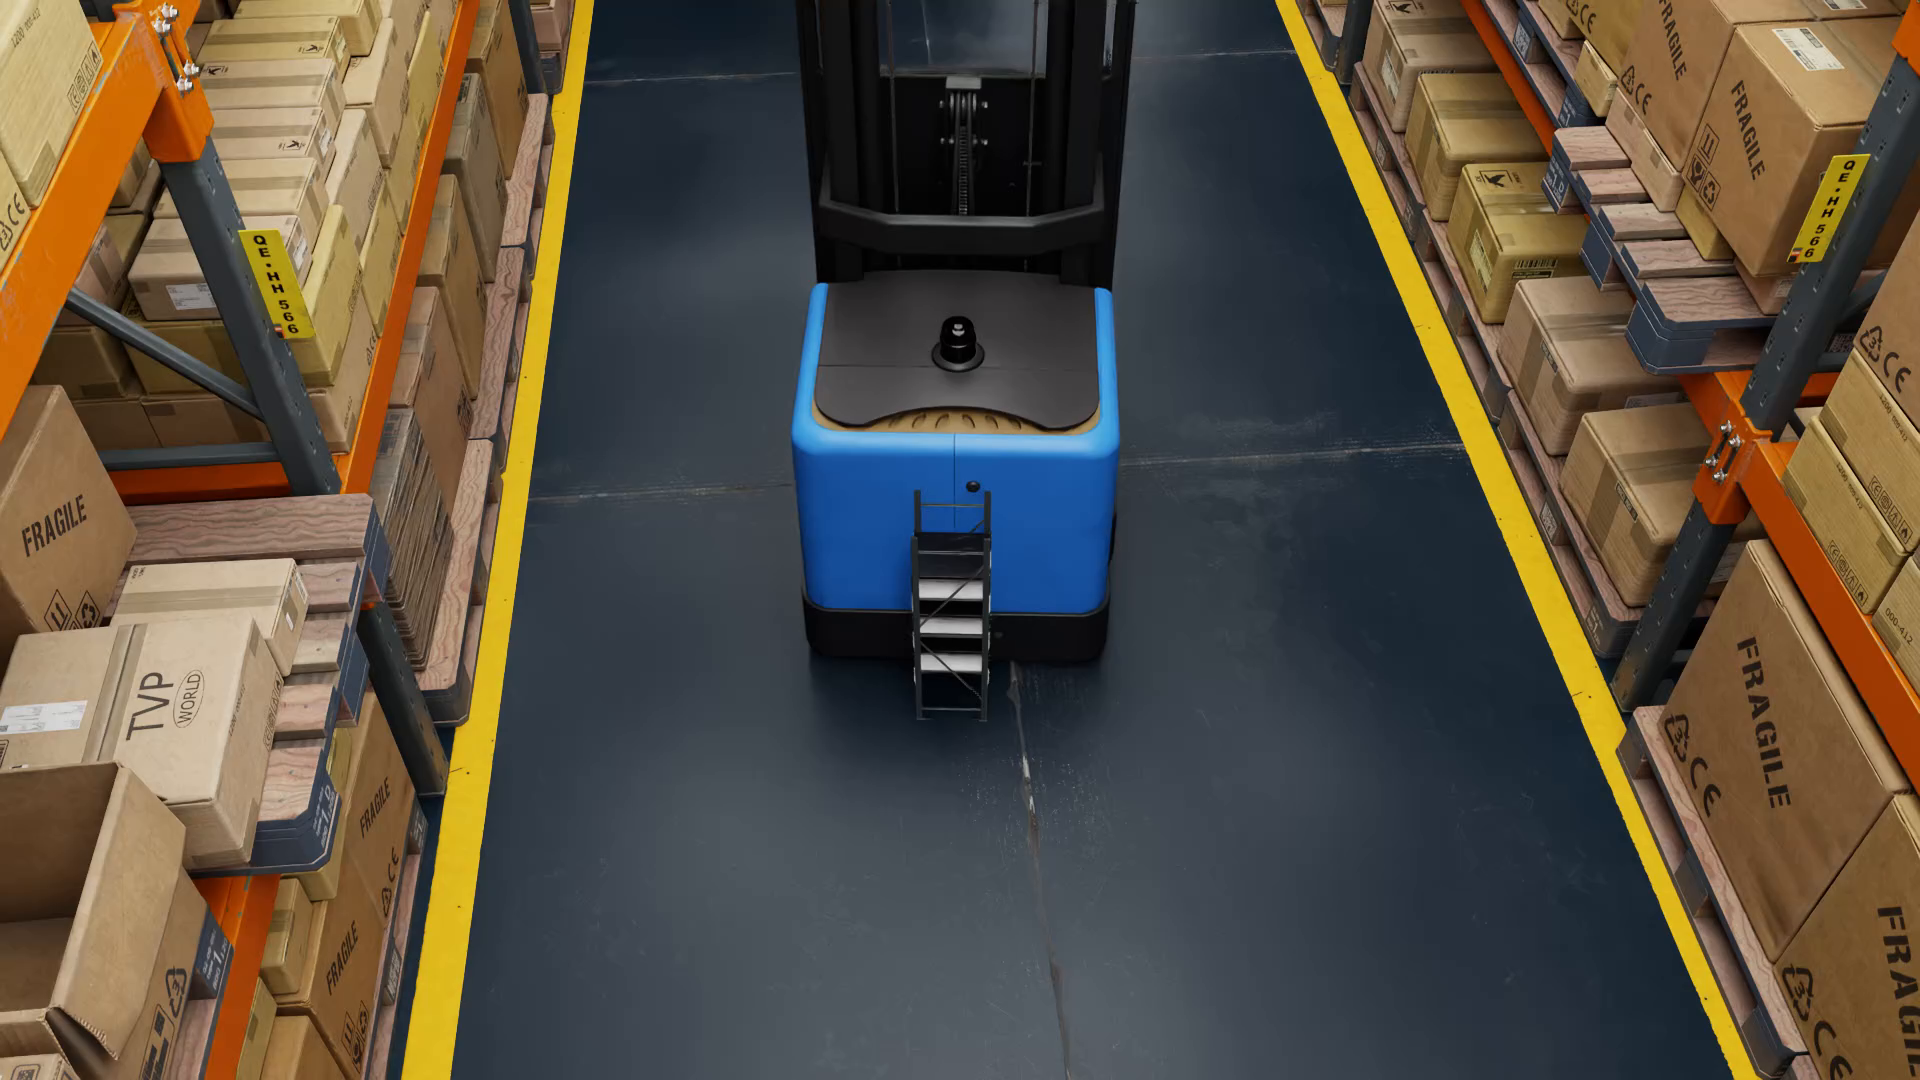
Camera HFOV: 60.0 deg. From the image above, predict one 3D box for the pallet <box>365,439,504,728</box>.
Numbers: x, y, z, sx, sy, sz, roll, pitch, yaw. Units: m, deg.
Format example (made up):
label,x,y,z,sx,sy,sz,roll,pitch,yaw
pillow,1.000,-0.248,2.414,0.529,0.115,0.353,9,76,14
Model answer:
label,x,y,z,sx,sy,sz,roll,pitch,yaw
pallet,-2.222,0.155,5.957,1.003,0.211,1.213,-3,47,-3

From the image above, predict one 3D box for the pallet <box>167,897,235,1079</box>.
label,x,y,z,sx,sy,sz,roll,pitch,yaw
pallet,-2.025,1.267,3.116,1.003,0.211,1.213,-3,47,-3

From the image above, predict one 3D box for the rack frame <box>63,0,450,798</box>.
label,x,y,z,sx,sy,sz,roll,pitch,yaw
rack frame,-2.192,-0.205,4.379,1.000,3.000,0.127,-3,47,-3

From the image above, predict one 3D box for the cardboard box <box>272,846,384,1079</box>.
label,x,y,z,sx,sy,sz,roll,pitch,yaw
cardboard box,-1.911,1.165,4.513,0.500,0.500,0.500,-4,47,-4

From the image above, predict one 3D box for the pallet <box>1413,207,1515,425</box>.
label,x,y,z,sx,sy,sz,roll,pitch,yaw
pallet,2.591,-0.997,7.049,1.003,0.211,1.213,-3,47,-3

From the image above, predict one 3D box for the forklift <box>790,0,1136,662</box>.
label,x,y,z,sx,sy,sz,roll,pitch,yaw
forklift,0.025,-1.645,5.789,1.130,2.935,3.031,1,47,1

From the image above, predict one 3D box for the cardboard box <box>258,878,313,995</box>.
label,x,y,z,sx,sy,sz,roll,pitch,yaw
cardboard box,-1.867,1.017,4.206,0.380,0.149,0.250,-5,47,-5

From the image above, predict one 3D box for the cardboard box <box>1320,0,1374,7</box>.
label,x,y,z,sx,sy,sz,roll,pitch,yaw
cardboard box,2.101,-3.014,8.643,0.500,0.250,0.500,-2,47,-1

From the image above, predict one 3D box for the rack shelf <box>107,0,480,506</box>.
label,x,y,z,sx,sy,sz,roll,pitch,yaw
rack shelf,-2.360,-1.405,6.010,1.077,0.370,4.000,-3,47,-3

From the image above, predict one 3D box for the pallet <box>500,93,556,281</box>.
label,x,y,z,sx,sy,sz,roll,pitch,yaw
pallet,-2.427,-1.610,7.629,1.003,0.211,1.213,-3,47,-3

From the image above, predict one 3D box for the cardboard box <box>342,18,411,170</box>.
label,x,y,z,sx,sy,sz,roll,pitch,yaw
cardboard box,-2.053,-1.404,5.272,0.500,0.250,0.500,-5,47,-4

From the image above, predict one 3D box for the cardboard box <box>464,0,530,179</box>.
label,x,y,z,sx,sy,sz,roll,pitch,yaw
cardboard box,-2.472,-2.050,7.472,0.875,0.625,0.625,-2,47,-2

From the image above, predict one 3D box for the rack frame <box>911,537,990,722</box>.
label,x,y,z,sx,sy,sz,roll,pitch,yaw
rack frame,-0.029,0.305,5.341,0.240,0.900,0.006,1,47,1

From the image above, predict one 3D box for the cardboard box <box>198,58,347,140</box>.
label,x,y,z,sx,sy,sz,roll,pitch,yaw
cardboard box,-2.031,-1.277,4.878,0.380,0.149,0.250,-3,47,-3

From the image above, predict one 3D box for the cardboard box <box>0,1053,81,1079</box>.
label,x,y,z,sx,sy,sz,roll,pitch,yaw
cardboard box,-1.784,1.204,2.686,0.700,0.500,0.500,-4,47,-3

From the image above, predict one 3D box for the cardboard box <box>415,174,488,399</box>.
label,x,y,z,sx,sy,sz,roll,pitch,yaw
cardboard box,-2.350,-0.945,6.425,0.875,0.625,0.625,-5,47,-5

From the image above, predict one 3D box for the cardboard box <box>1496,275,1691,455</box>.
label,x,y,z,sx,sy,sz,roll,pitch,yaw
cardboard box,2.646,-0.693,6.361,0.950,0.372,0.625,-4,47,-4

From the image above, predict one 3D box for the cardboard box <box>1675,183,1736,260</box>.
label,x,y,z,sx,sy,sz,roll,pitch,yaw
cardboard box,2.397,-0.980,4.996,0.380,0.149,0.250,-3,47,-3

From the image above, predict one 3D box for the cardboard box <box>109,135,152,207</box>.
label,x,y,z,sx,sy,sz,roll,pitch,yaw
cardboard box,-2.516,-1.059,4.672,0.380,0.149,0.250,-4,47,-3

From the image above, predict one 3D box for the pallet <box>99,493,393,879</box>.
label,x,y,z,sx,sy,sz,roll,pitch,yaw
pallet,-2.066,0.347,3.988,1.213,0.211,1.003,-3,47,-3

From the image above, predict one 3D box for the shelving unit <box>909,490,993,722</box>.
label,x,y,z,sx,sy,sz,roll,pitch,yaw
shelving unit,-0.026,0.231,5.411,0.258,0.900,0.210,1,47,1

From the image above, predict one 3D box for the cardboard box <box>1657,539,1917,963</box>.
label,x,y,z,sx,sy,sz,roll,pitch,yaw
cardboard box,2.729,0.581,4.808,0.875,0.875,0.875,-4,47,-4

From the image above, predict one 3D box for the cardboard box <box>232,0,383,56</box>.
label,x,y,z,sx,sy,sz,roll,pitch,yaw
cardboard box,-2.044,-1.645,5.226,0.380,0.149,0.250,-3,47,-2

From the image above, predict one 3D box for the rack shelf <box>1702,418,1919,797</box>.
label,x,y,z,sx,sy,sz,roll,pitch,yaw
rack shelf,2.921,1.185,3.558,1.077,0.370,4.000,-3,47,-3

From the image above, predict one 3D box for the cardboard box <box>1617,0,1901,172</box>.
label,x,y,z,sx,sy,sz,roll,pitch,yaw
cardboard box,2.384,-1.476,5.019,0.500,0.500,0.500,-4,47,-4

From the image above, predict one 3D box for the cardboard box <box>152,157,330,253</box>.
label,x,y,z,sx,sy,sz,roll,pitch,yaw
cardboard box,-1.949,-0.904,4.525,0.380,0.149,0.250,-3,47,-2

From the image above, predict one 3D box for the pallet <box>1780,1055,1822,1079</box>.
label,x,y,z,sx,sy,sz,roll,pitch,yaw
pallet,2.843,1.905,4.301,1.003,0.211,1.213,-3,47,-3

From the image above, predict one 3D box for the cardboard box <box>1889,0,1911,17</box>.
label,x,y,z,sx,sy,sz,roll,pitch,yaw
cardboard box,2.896,-1.507,5.048,0.500,0.500,0.500,-1,47,-1

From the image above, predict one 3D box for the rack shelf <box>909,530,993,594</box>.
label,x,y,z,sx,sy,sz,roll,pitch,yaw
rack shelf,-0.026,0.069,5.239,0.258,0.077,0.200,1,47,1

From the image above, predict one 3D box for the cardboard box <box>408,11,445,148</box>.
label,x,y,z,sx,sy,sz,roll,pitch,yaw
cardboard box,-2.115,-1.602,5.804,0.500,0.250,0.500,-2,47,-2

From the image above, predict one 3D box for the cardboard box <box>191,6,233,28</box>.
label,x,y,z,sx,sy,sz,roll,pitch,yaw
cardboard box,-2.625,-1.731,5.582,0.500,0.250,0.500,-4,47,-4

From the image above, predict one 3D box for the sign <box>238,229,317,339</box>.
label,x,y,z,sx,sy,sz,roll,pitch,yaw
sign,-1.652,-0.616,4.025,0.100,0.325,0.005,-3,47,-3

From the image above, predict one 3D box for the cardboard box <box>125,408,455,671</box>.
label,x,y,z,sx,sy,sz,roll,pitch,yaw
cardboard box,-2.231,0.015,5.516,0.875,0.625,0.625,-2,47,-2

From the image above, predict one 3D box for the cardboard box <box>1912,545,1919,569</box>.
label,x,y,z,sx,sy,sz,roll,pitch,yaw
cardboard box,2.592,0.126,3.824,0.500,0.250,0.500,-2,47,-2

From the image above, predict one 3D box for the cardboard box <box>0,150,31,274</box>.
label,x,y,z,sx,sy,sz,roll,pitch,yaw
cardboard box,-1.865,-0.465,2.662,0.500,0.250,0.500,-3,47,-3

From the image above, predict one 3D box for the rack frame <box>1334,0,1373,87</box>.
label,x,y,z,sx,sy,sz,roll,pitch,yaw
rack frame,2.419,-3.404,7.408,1.000,3.000,0.127,-3,47,-3

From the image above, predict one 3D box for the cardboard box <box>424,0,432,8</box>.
label,x,y,z,sx,sy,sz,roll,pitch,yaw
cardboard box,-2.144,-2.138,5.968,0.500,0.250,0.500,-3,47,-3

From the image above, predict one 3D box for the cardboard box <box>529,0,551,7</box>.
label,x,y,z,sx,sy,sz,roll,pitch,yaw
cardboard box,-2.260,-2.839,8.133,0.500,0.250,0.500,-4,47,-3

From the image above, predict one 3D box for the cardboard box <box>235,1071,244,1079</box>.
label,x,y,z,sx,sy,sz,roll,pitch,yaw
cardboard box,-1.869,1.392,3.852,0.380,0.149,0.250,-4,47,-4

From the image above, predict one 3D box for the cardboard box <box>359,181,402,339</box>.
label,x,y,z,sx,sy,sz,roll,pitch,yaw
cardboard box,-2.023,-0.854,5.096,0.500,0.250,0.500,-4,47,-4

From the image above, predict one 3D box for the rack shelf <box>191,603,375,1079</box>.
label,x,y,z,sx,sy,sz,roll,pitch,yaw
rack shelf,-2.025,1.489,3.269,1.077,0.370,4.000,-3,47,-3

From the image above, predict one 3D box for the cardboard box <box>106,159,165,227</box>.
label,x,y,z,sx,sy,sz,roll,pitch,yaw
cardboard box,-2.552,-1.004,4.894,0.500,0.250,0.500,-3,47,-3

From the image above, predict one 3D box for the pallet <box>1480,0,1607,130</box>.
label,x,y,z,sx,sy,sz,roll,pitch,yaw
pallet,2.547,-1.874,6.091,1.003,0.211,1.213,-3,47,-3

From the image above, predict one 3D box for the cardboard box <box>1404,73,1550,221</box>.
label,x,y,z,sx,sy,sz,roll,pitch,yaw
cardboard box,2.529,-1.745,7.358,0.950,0.372,0.625,-1,47,-1

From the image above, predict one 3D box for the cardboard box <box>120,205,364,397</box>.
label,x,y,z,sx,sy,sz,roll,pitch,yaw
cardboard box,-1.961,-0.663,4.571,0.500,0.250,0.500,-4,47,-3

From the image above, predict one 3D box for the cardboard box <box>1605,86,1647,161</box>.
label,x,y,z,sx,sy,sz,roll,pitch,yaw
cardboard box,2.318,-1.342,5.339,0.380,0.149,0.250,-5,47,-5

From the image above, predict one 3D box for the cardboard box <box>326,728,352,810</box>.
label,x,y,z,sx,sy,sz,roll,pitch,yaw
cardboard box,-1.899,0.629,4.574,0.380,0.149,0.250,-6,47,-5

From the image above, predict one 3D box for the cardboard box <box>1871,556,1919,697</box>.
label,x,y,z,sx,sy,sz,roll,pitch,yaw
cardboard box,2.604,0.282,4.021,0.500,0.250,0.500,-5,47,-4

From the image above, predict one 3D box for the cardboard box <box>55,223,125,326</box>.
label,x,y,z,sx,sy,sz,roll,pitch,yaw
cardboard box,-2.421,-0.686,4.318,0.380,0.149,0.250,-2,47,-2

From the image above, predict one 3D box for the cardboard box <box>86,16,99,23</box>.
label,x,y,z,sx,sy,sz,roll,pitch,yaw
cardboard box,-2.654,-1.602,5.186,0.380,0.149,0.250,-4,47,-4

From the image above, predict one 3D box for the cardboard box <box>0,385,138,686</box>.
label,x,y,z,sx,sy,sz,roll,pitch,yaw
cardboard box,-2.305,-0.002,3.828,0.500,0.500,0.500,-2,47,-1

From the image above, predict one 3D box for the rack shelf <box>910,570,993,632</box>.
label,x,y,z,sx,sy,sz,roll,pitch,yaw
rack shelf,-0.026,0.192,5.370,0.258,0.077,0.200,1,47,1

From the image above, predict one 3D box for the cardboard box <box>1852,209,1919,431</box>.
label,x,y,z,sx,sy,sz,roll,pitch,yaw
cardboard box,2.551,-0.516,3.915,0.500,0.500,0.500,-5,47,-5

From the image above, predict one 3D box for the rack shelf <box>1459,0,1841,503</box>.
label,x,y,z,sx,sy,sz,roll,pitch,yaw
rack shelf,2.586,-1.709,6.298,1.077,0.370,4.000,-3,47,-3

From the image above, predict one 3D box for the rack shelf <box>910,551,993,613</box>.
label,x,y,z,sx,sy,sz,roll,pitch,yaw
rack shelf,-0.026,0.130,5.305,0.258,0.077,0.200,1,47,1

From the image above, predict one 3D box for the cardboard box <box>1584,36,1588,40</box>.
label,x,y,z,sx,sy,sz,roll,pitch,yaw
cardboard box,2.386,-1.730,5.706,0.380,0.149,0.250,-3,47,-3

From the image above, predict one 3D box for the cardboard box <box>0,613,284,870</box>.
label,x,y,z,sx,sy,sz,roll,pitch,yaw
cardboard box,-1.782,0.445,3.576,0.500,0.250,0.500,-5,47,-5
